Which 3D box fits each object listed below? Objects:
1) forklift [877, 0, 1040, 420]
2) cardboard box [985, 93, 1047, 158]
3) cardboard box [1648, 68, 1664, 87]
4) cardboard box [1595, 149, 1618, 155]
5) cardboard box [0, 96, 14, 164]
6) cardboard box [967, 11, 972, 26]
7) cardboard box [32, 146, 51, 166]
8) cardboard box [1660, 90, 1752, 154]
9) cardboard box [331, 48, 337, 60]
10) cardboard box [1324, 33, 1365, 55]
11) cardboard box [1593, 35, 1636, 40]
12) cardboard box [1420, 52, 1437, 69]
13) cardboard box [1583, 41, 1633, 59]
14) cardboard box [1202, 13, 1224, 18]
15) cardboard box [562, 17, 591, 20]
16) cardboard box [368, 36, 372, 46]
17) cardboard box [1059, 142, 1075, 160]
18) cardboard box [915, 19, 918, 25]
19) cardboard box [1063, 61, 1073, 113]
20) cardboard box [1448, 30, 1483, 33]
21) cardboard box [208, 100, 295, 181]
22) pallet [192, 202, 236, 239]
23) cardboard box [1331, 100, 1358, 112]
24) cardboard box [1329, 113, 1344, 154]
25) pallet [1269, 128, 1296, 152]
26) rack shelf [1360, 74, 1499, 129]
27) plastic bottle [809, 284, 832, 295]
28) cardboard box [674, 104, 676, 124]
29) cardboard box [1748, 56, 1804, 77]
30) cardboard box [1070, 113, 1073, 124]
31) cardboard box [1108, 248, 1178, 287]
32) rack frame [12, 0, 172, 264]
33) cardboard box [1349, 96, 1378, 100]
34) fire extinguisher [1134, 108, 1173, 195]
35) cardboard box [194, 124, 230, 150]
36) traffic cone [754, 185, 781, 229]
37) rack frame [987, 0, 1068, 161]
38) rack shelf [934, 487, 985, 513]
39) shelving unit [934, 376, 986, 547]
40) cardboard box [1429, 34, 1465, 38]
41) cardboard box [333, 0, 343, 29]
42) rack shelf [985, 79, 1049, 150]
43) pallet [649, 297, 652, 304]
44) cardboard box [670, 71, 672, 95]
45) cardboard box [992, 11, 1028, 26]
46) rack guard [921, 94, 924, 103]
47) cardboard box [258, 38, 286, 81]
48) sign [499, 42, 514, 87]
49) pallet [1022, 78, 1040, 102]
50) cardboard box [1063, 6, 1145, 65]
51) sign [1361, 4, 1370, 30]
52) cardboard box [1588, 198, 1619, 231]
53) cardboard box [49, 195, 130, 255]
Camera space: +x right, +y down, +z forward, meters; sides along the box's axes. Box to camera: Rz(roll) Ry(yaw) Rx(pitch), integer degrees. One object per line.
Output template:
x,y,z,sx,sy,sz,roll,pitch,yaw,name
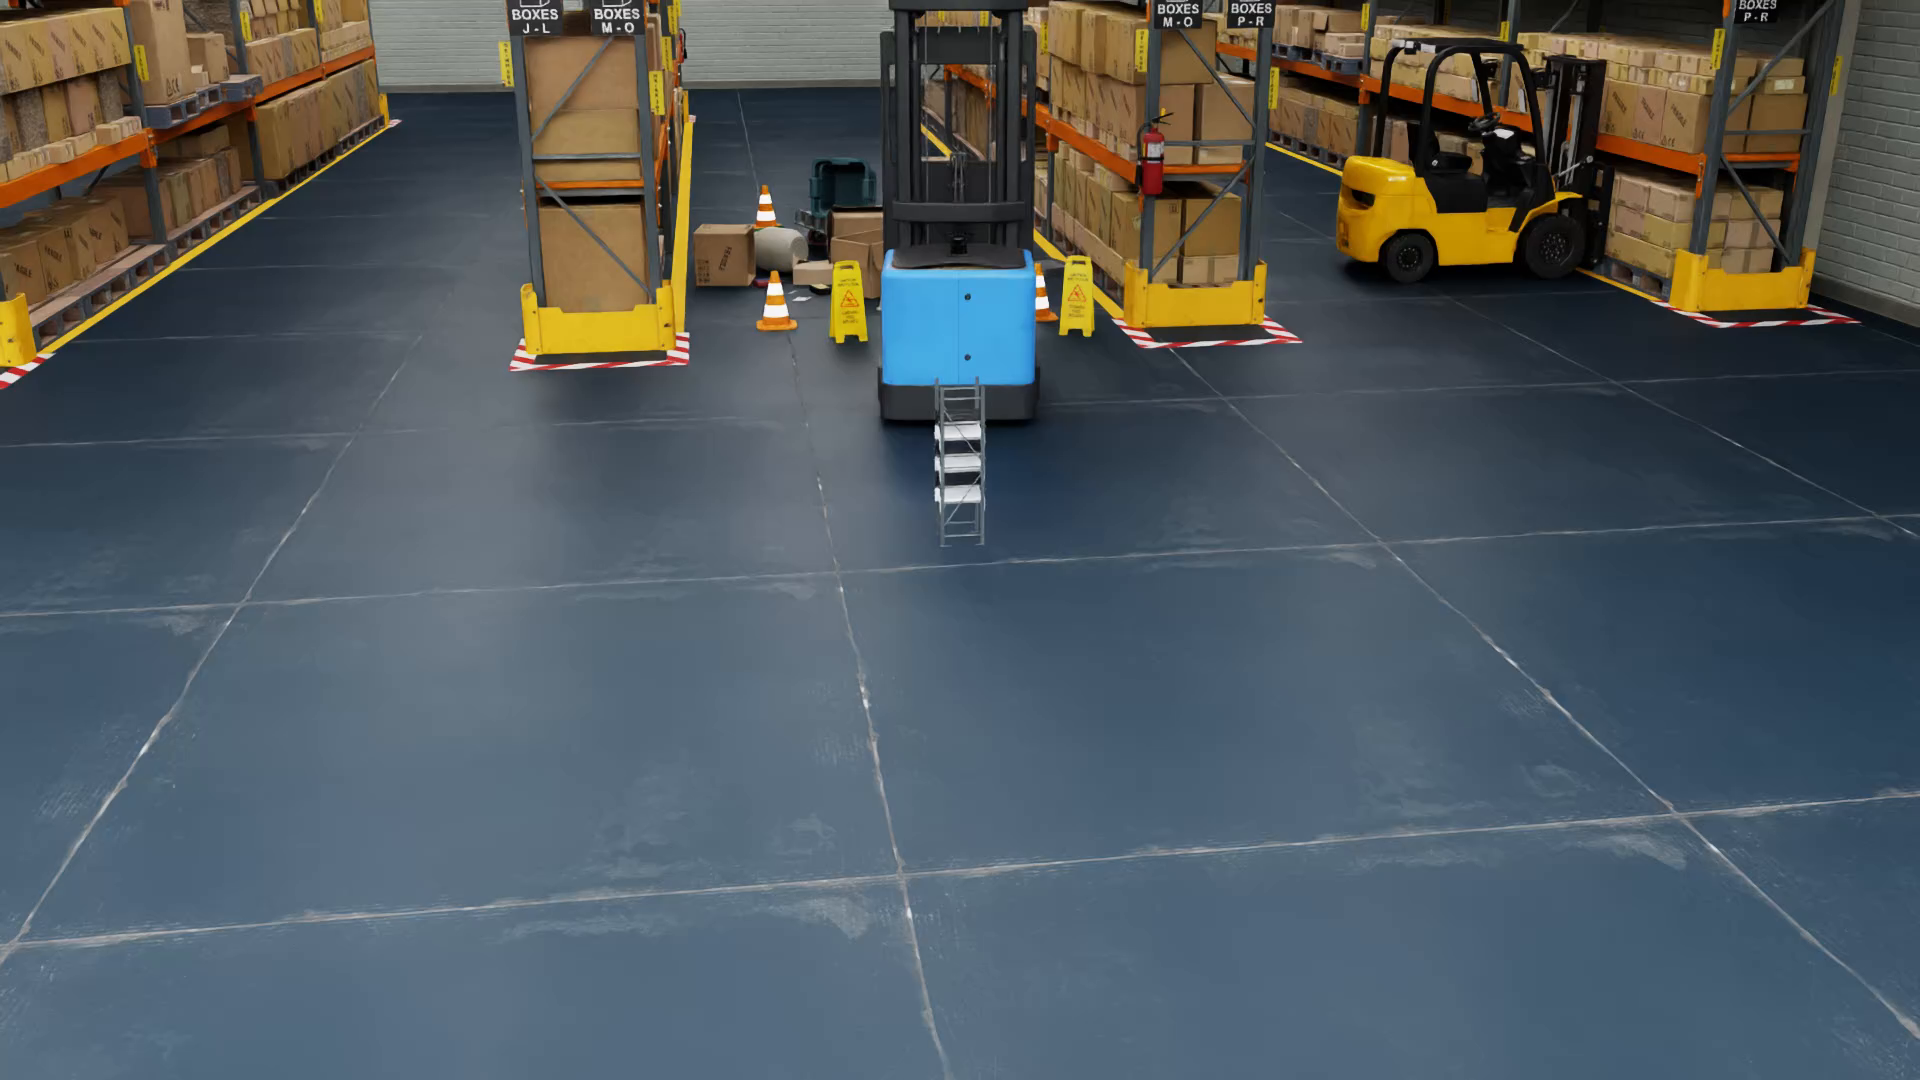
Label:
-0.013,-2.643,12.104,1.130,2.935,3.031,0,20,0,forklift
0.835,-5.462,21.989,0.875,0.875,0.875,-3,21,-8,cardboard box
6.522,-4.222,15.163,0.380,0.149,0.250,-3,21,-8,cardboard box
6.690,-3.926,17.340,0.500,0.250,0.500,-3,21,-9,cardboard box
-7.853,-3.126,12.729,0.875,0.500,0.500,-3,21,-8,cardboard box
0.371,-7.048,22.227,0.500,0.500,0.500,-3,21,-8,cardboard box
-7.793,-3.173,13.783,0.380,0.149,0.250,-3,21,-8,cardboard box
6.586,-3.703,14.700,0.500,0.500,0.500,-3,21,-9,cardboard box
-9.321,-7.086,24.260,0.380,0.149,0.250,-2,21,-6,cardboard box
5.291,-6.744,22.600,0.500,0.250,0.500,-4,21,-10,cardboard box
6.731,-5.099,17.085,0.380,0.149,0.250,-3,21,-8,cardboard box
5.813,-5.736,19.786,0.500,0.250,0.500,-3,21,-7,cardboard box
6.356,-4.807,16.303,0.380,0.149,0.250,-3,21,-8,cardboard box
4.409,-8.937,28.647,0.500,0.250,0.500,-3,21,-7,cardboard box
-3.300,-4.416,14.994,0.875,0.550,0.550,-3,21,-8,cardboard box
-9.731,-8.063,26.876,0.380,0.149,0.250,-3,21,-7,cardboard box
1.205,-3.932,16.787,0.380,0.149,0.250,-3,21,-7,cardboard box
-0.516,-8.653,27.954,0.500,0.500,0.500,-3,21,-8,cardboard box
1.312,-4.479,16.354,0.500,0.500,0.500,-3,21,-8,cardboard box
6.201,-6.164,20.361,0.380,0.149,0.250,-3,21,-8,cardboard box
-9.033,-4.959,20.642,1.225,0.875,0.875,-4,21,-10,cardboard box
-8.671,-3.519,18.336,1.003,0.211,1.213,-3,21,-8,pallet
5.384,-6.037,23.137,0.380,0.149,0.250,-2,21,-6,cardboard box
5.428,-5.604,22.906,0.500,0.500,0.500,-3,21,-9,cardboard box
5.341,-6.068,25.160,1.003,0.211,1.213,-3,21,-8,pallet
6.052,-5.239,19.985,1.077,0.370,4.000,-3,21,-8,rack shelf
-1.301,-2.315,15.327,0.133,0.061,0.283,-11,23,-26,plastic bottle
-3.965,-5.536,21.652,0.500,0.250,0.500,-3,21,-8,cardboard box
7.079,-4.116,14.454,0.380,0.149,0.250,-3,21,-9,cardboard box
1.313,-4.214,16.571,0.380,0.149,0.250,-3,21,-8,cardboard box
1.619,-2.431,14.766,0.500,0.250,0.500,-3,21,-8,cardboard box
-8.378,-4.132,15.993,1.000,3.000,0.127,-3,21,-8,rack frame
5.757,-6.240,23.681,0.380,0.149,0.250,-3,21,-7,cardboard box
1.566,-3.148,13.469,0.296,0.674,0.183,-3,21,-8,fire extinguisher
-8.828,-4.673,19.313,0.500,0.250,0.500,-2,21,-6,cardboard box
-2.154,-3.700,18.460,0.336,0.463,0.334,-3,21,-8,traffic cone
0.852,-6.017,21.040,1.000,3.000,0.127,-3,21,-8,rack frame
-0.001,-0.225,9.141,0.258,0.077,0.200,-3,21,-8,rack shelf
-0.001,-0.424,9.066,0.258,0.900,0.210,-3,21,-8,shelving unit
5.743,-5.870,19.577,0.380,0.149,0.250,-3,21,-9,cardboard box
-9.490,-7.852,24.670,0.500,0.500,0.500,-4,21,-9,cardboard box
1.140,-4.988,19.311,1.077,0.370,4.000,-3,21,-8,rack shelf
-3.071,-1.929,14.080,1.003,0.211,1.213,-3,21,-8,pallet
-3.631,-5.464,19.416,0.500,0.500,0.500,-3,21,-8,cardboard box
0.688,-6.233,20.448,0.500,0.500,0.500,-4,21,-9,cardboard box
-0.305,-7.624,28.915,1.175,0.500,0.348,-3,21,-8,rack guard
-8.909,-6.102,21.123,0.500,0.500,0.500,-3,21,-9,cardboard box
-3.418,-3.594,12.557,0.100,0.325,0.005,-3,21,-8,sign
1.178,-5.244,19.244,1.003,0.211,1.213,-3,21,-8,pallet
1.375,-4.770,15.704,0.700,0.500,0.500,-3,21,-9,cardboard box
5.228,-6.743,21.443,0.100,0.325,0.005,-3,21,-8,sign
6.380,-3.146,15.969,0.500,0.250,0.500,-3,21,-9,cardboard box
-8.360,-3.018,15.981,0.500,0.500,0.500,-4,21,-9,cardboard box
